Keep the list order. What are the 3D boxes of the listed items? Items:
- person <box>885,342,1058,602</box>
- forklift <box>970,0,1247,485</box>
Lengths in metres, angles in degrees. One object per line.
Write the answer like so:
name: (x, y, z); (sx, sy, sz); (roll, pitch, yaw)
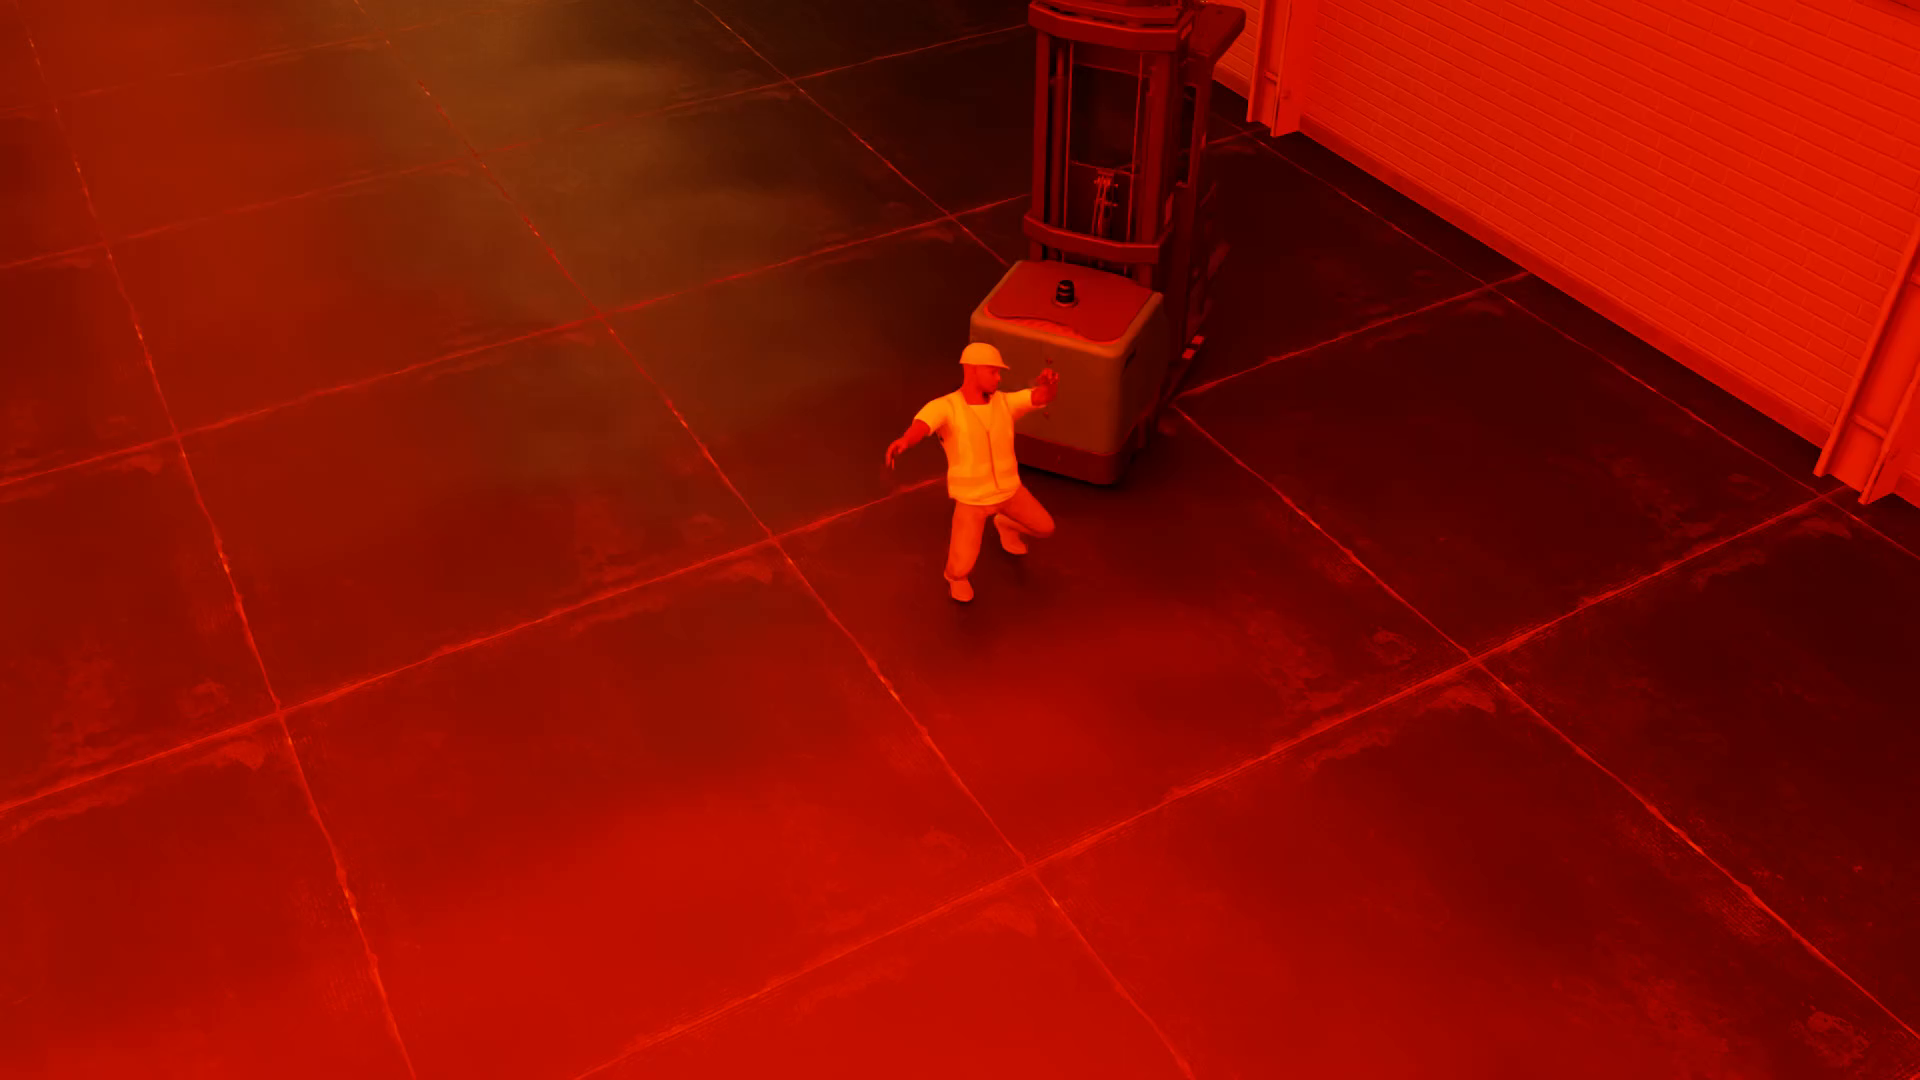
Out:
person: (-0.017, -0.334, 9.467); (1.109, 1.596, 0.709); (-22, 44, -24)
forklift: (1.128, -2.420, 10.954); (1.130, 2.935, 3.031); (16, 42, 19)
